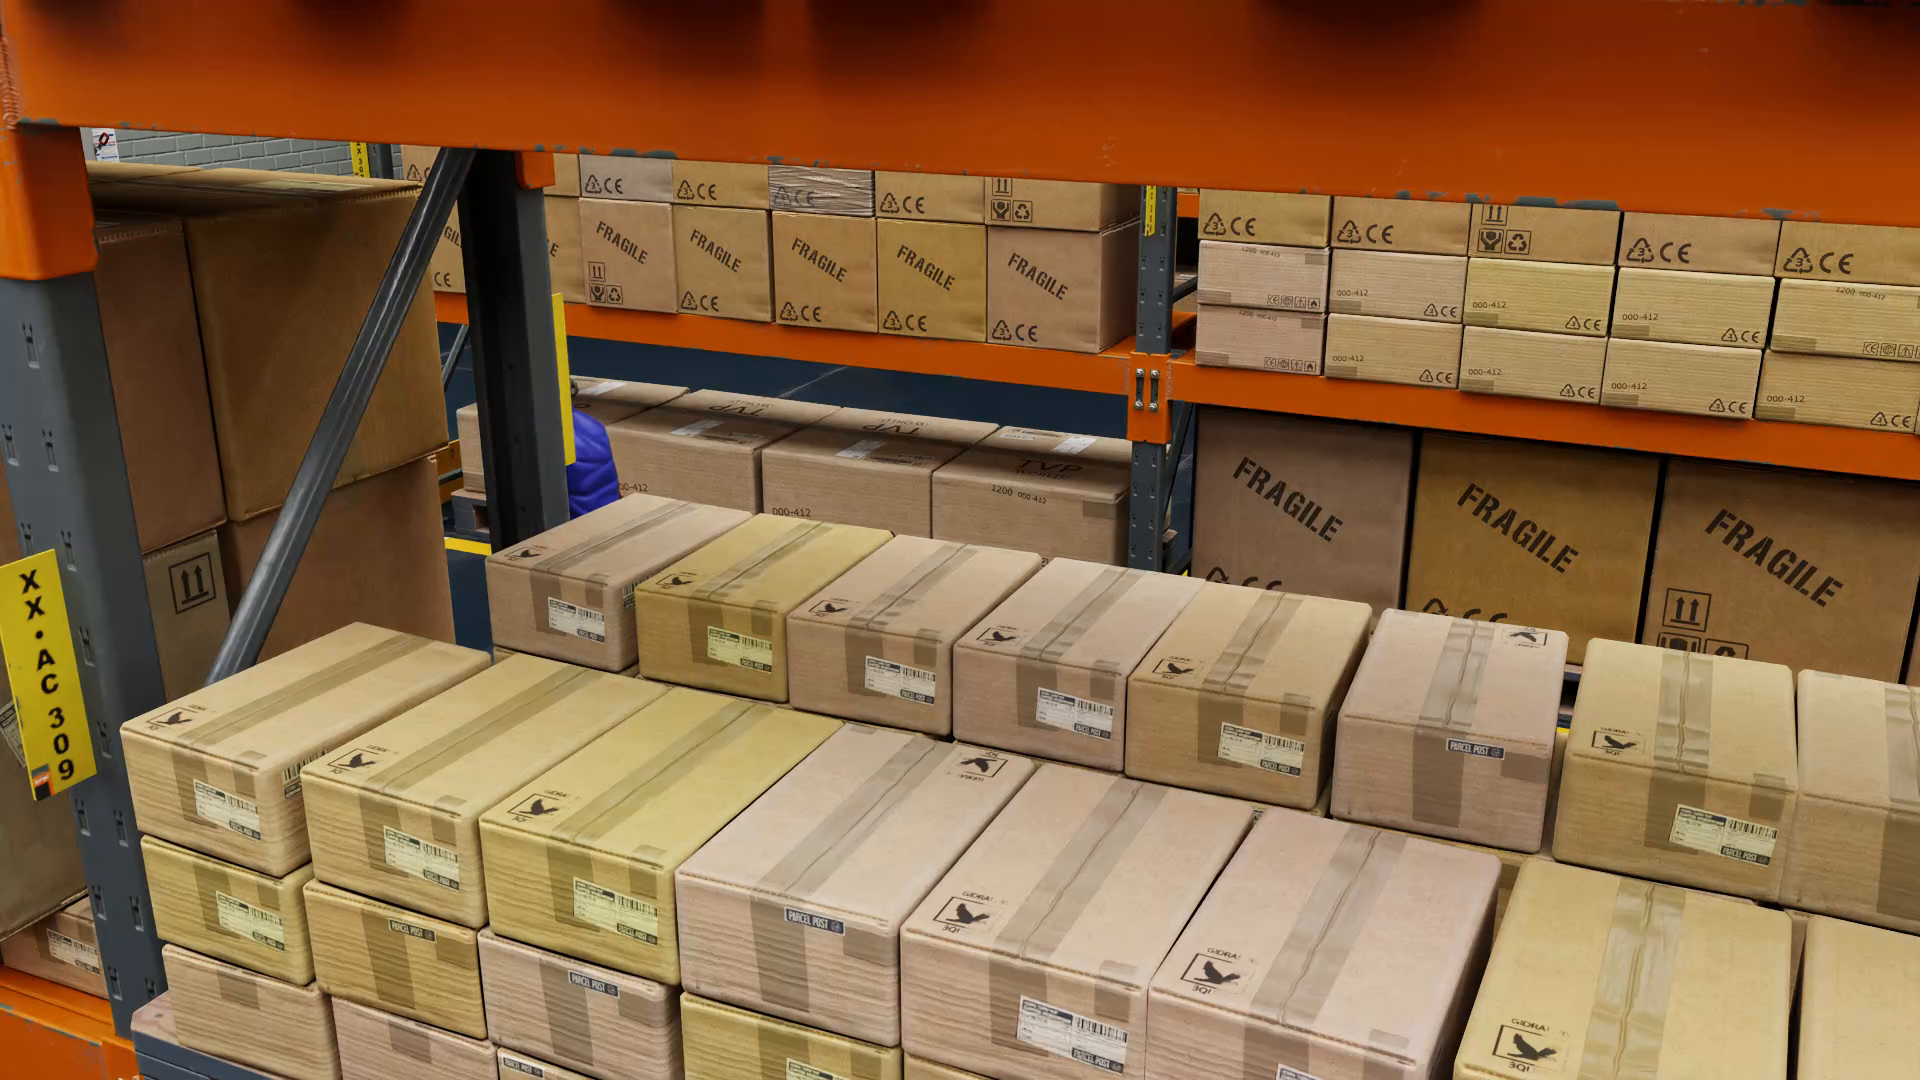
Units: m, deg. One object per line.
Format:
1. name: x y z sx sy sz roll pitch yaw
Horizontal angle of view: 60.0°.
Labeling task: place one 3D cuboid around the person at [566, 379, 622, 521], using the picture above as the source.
1. person: -1.300 0.158 5.622 0.351 1.653 0.518 7 20 20
